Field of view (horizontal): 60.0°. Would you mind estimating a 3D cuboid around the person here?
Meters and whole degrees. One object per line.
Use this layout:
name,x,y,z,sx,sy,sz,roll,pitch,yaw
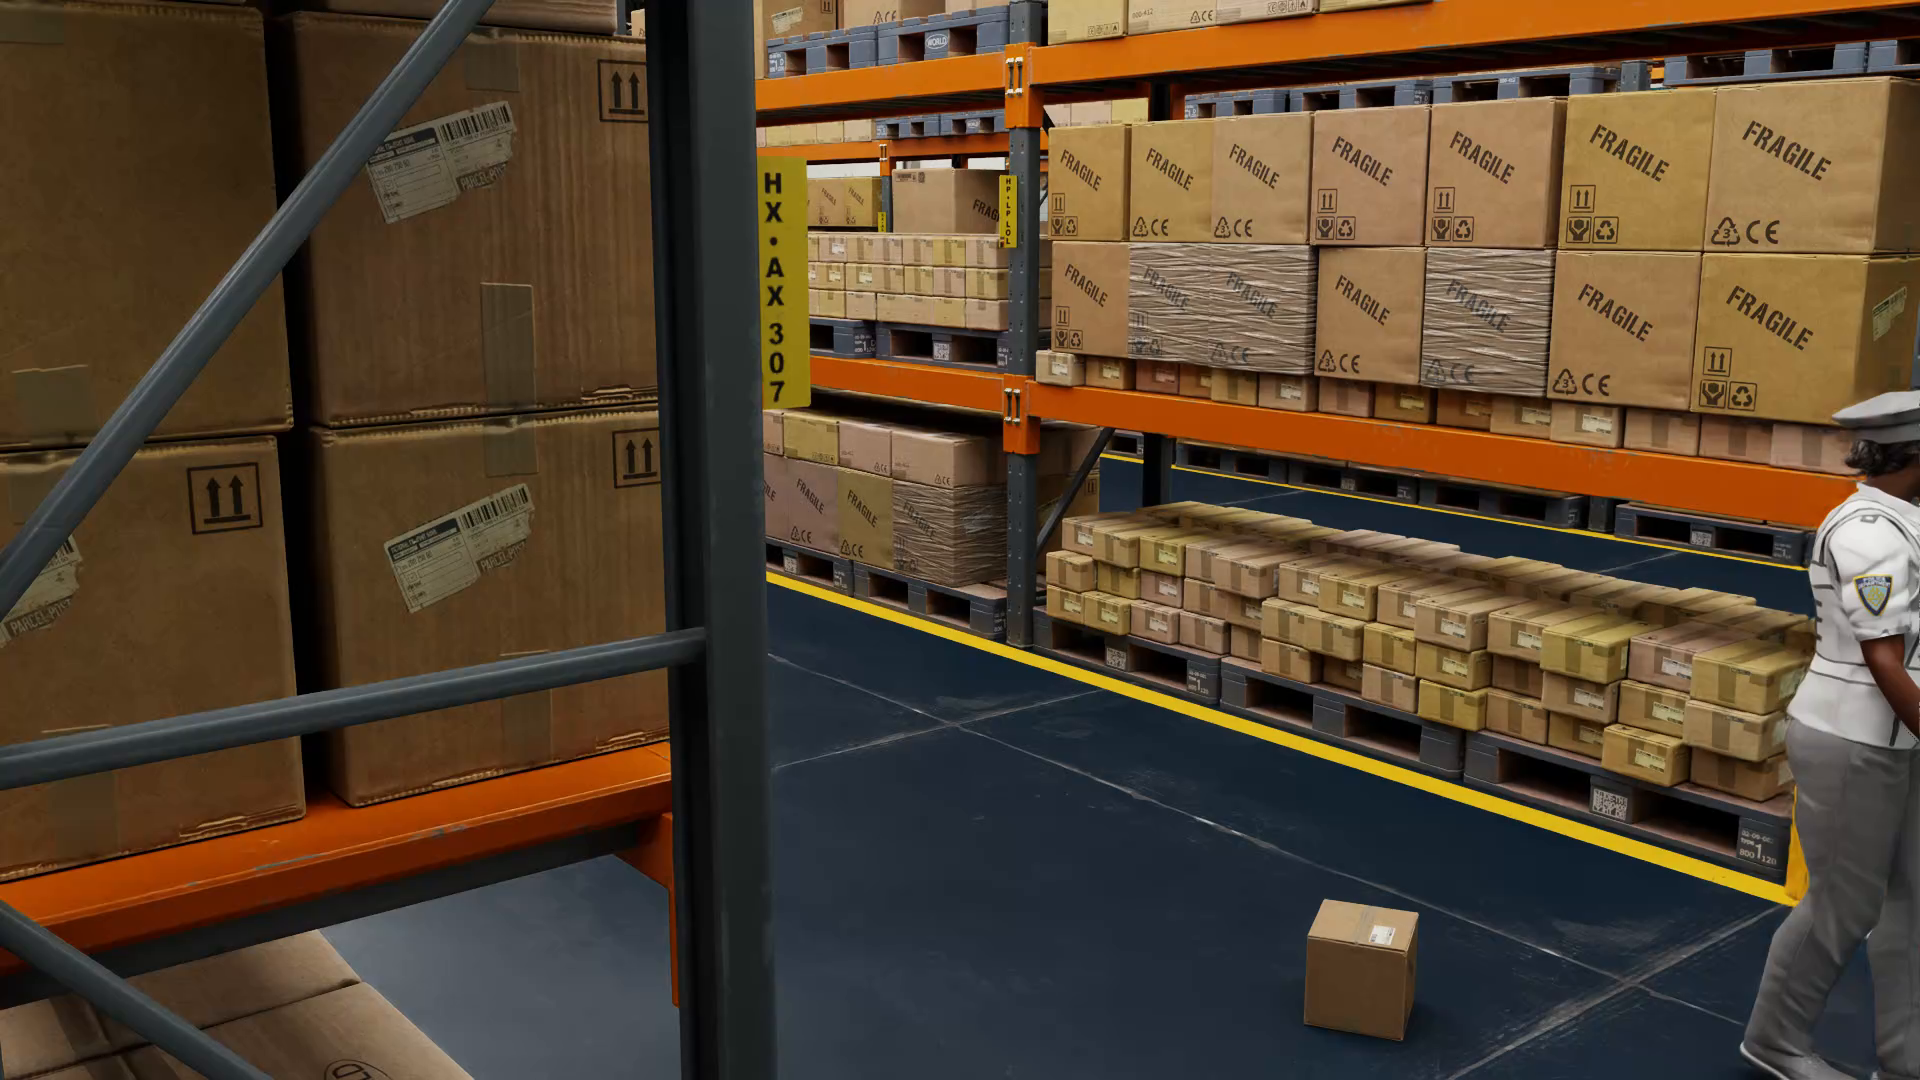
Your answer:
person,2.183,0.508,3.803,0.563,1.694,0.469,10,15,42
